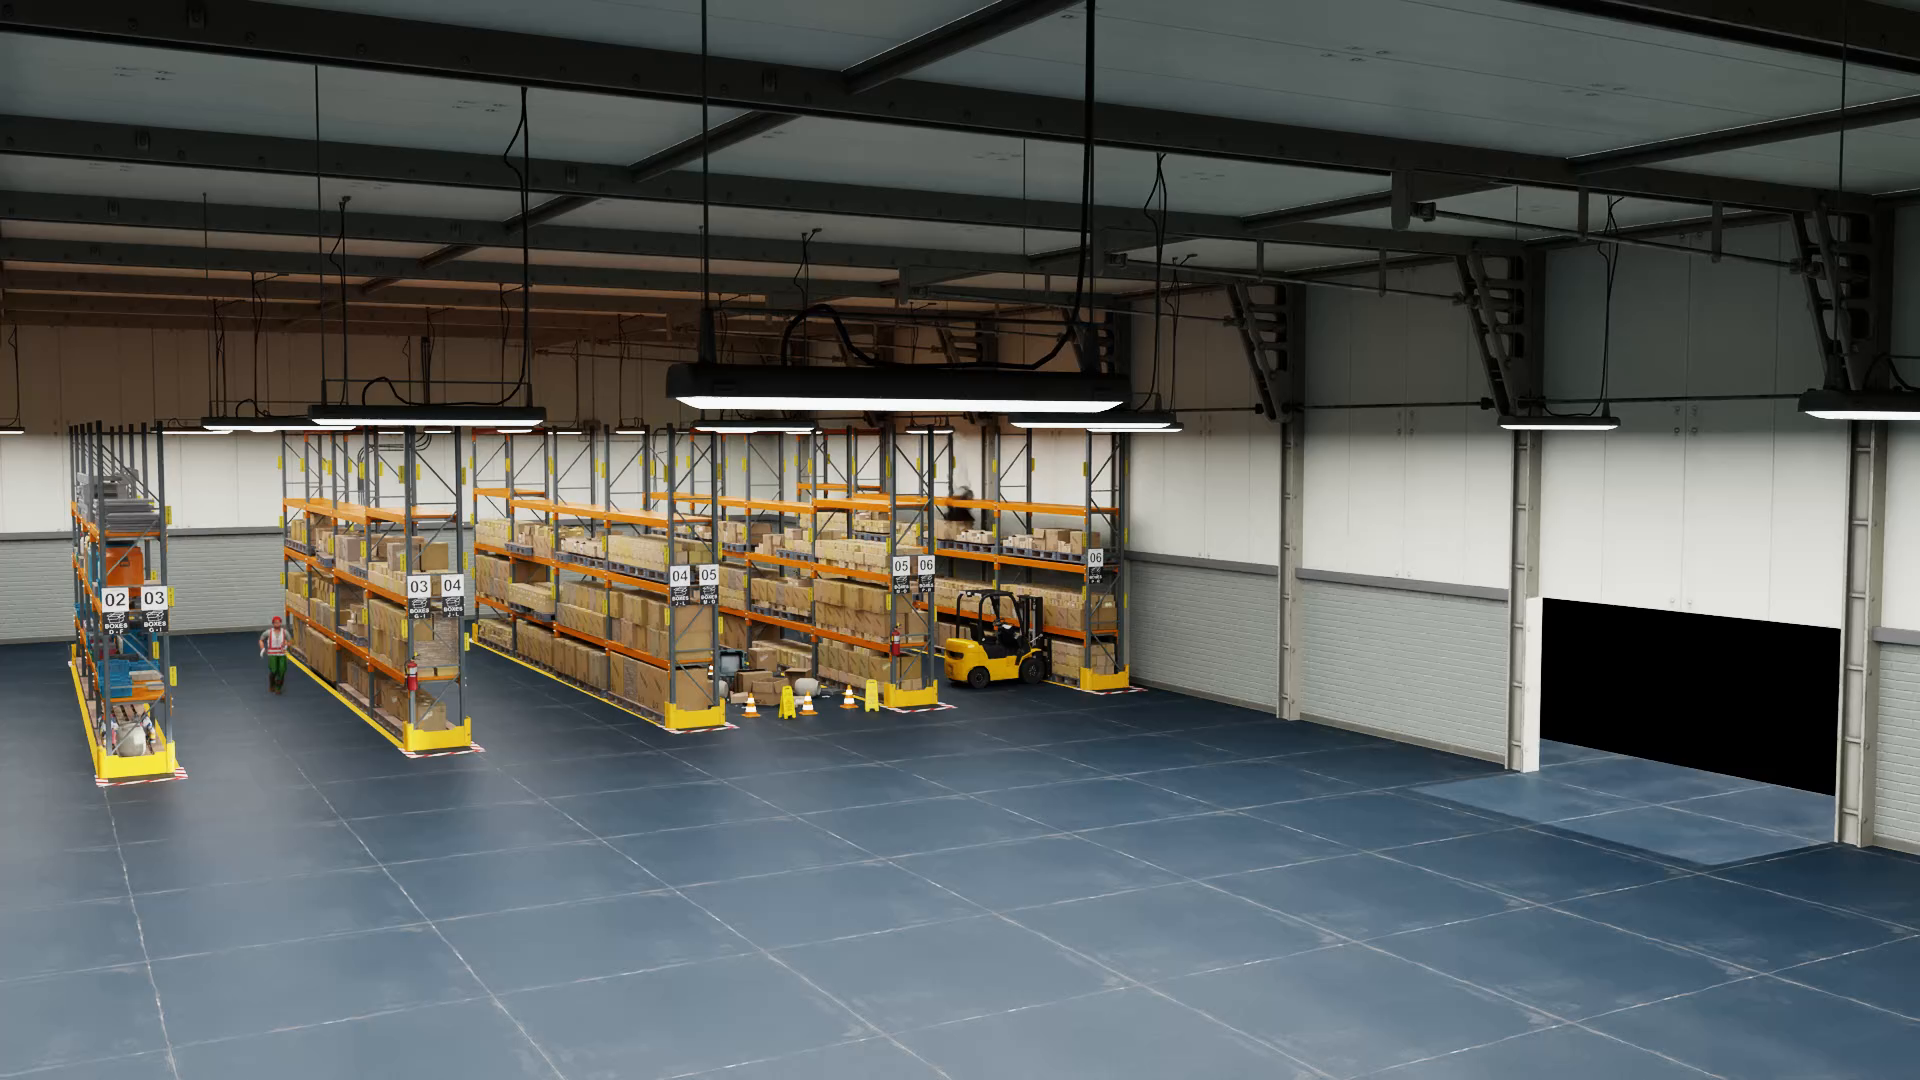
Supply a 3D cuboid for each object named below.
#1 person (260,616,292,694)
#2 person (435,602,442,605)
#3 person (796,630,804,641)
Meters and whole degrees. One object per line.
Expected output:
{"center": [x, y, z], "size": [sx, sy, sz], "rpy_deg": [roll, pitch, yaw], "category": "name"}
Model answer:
{"center": [-15.121, 2.562, 36.831], "size": [0.664, 1.739, 0.603], "rpy_deg": [-2, 4, -31], "category": "person"}
{"center": [-14.174, 2.083, 44.722], "size": [0.608, 1.676, 0.897], "rpy_deg": [-2, 4, -34], "category": "person"}
{"center": [-4.575, 1.966, 46.656], "size": [0.675, 1.803, 0.733], "rpy_deg": [-3, 5, -41], "category": "person"}
